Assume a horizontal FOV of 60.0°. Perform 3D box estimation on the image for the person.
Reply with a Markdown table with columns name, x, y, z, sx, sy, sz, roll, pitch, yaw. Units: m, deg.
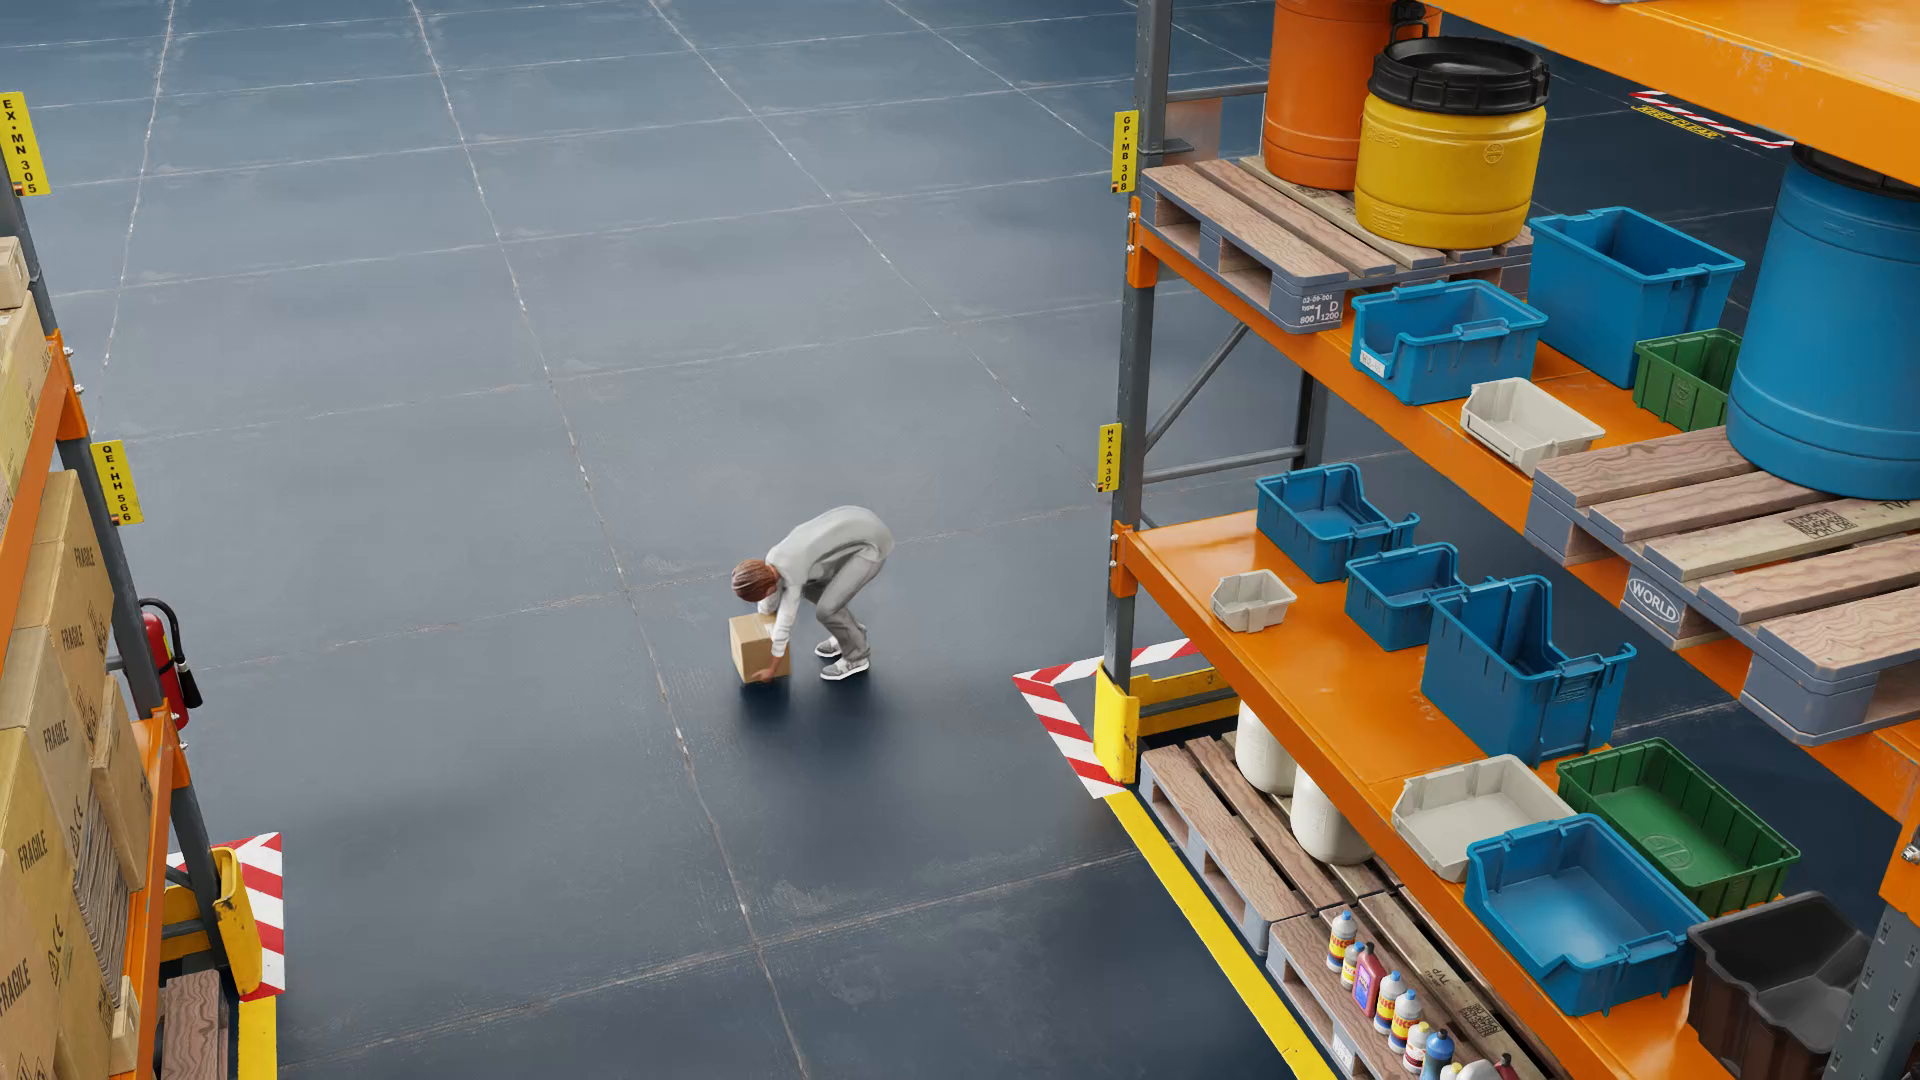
| name | x | y | z | sx | sy | sz | roll | pitch | yaw |
| --- | --- | --- | --- | --- | --- | --- | --- | --- | --- |
| person | -0.747 | 0.289 | 8.540 | 0.856 | 0.898 | 0.414 | -12 | 32 | -20 |
